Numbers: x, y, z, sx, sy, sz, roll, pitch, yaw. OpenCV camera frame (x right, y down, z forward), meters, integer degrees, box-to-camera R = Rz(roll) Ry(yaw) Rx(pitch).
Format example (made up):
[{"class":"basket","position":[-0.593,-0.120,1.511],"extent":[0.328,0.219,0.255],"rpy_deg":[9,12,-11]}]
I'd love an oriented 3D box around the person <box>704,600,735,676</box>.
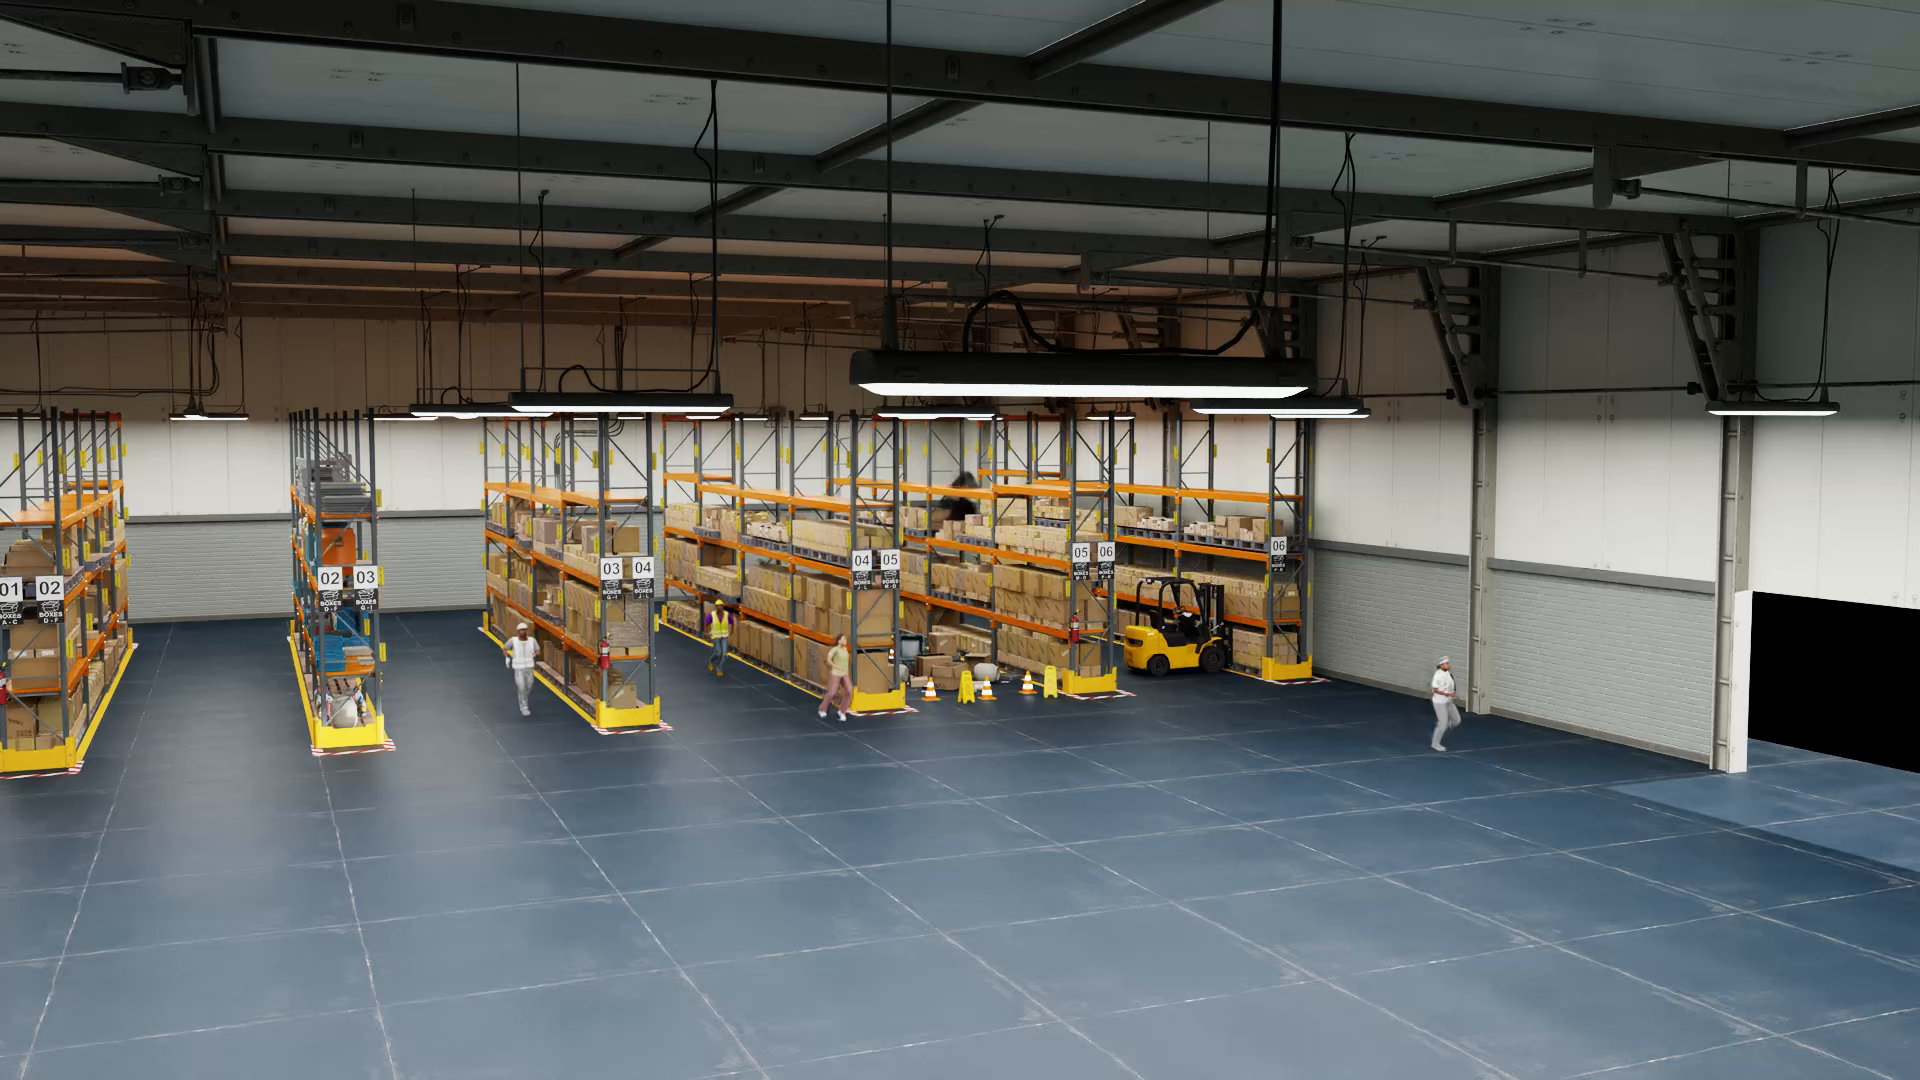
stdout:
[{"class":"person","position":[-5.434,2.221,37.754],"extent":[0.688,1.733,0.573],"rpy_deg":[-2,4,-22]}]

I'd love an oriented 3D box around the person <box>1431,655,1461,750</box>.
[{"class":"person","position":[8.517,2.848,29.122],"extent":[0.532,1.671,0.624],"rpy_deg":[4,5,42]}]

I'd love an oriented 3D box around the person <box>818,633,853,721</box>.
[{"class":"person","position":[-2.350,2.645,32.274],"extent":[0.698,1.682,0.642],"rpy_deg":[4,6,44]}]

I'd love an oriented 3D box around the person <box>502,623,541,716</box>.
[{"class":"person","position":[-8.591,2.512,32.718],"extent":[0.687,1.767,1.001],"rpy_deg":[-2,5,-31]}]

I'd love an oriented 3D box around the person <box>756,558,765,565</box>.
[{"class":"person","position":[-6.135,1.355,50.311],"extent":[0.602,1.657,0.595],"rpy_deg":[-2,4,-25]}]
